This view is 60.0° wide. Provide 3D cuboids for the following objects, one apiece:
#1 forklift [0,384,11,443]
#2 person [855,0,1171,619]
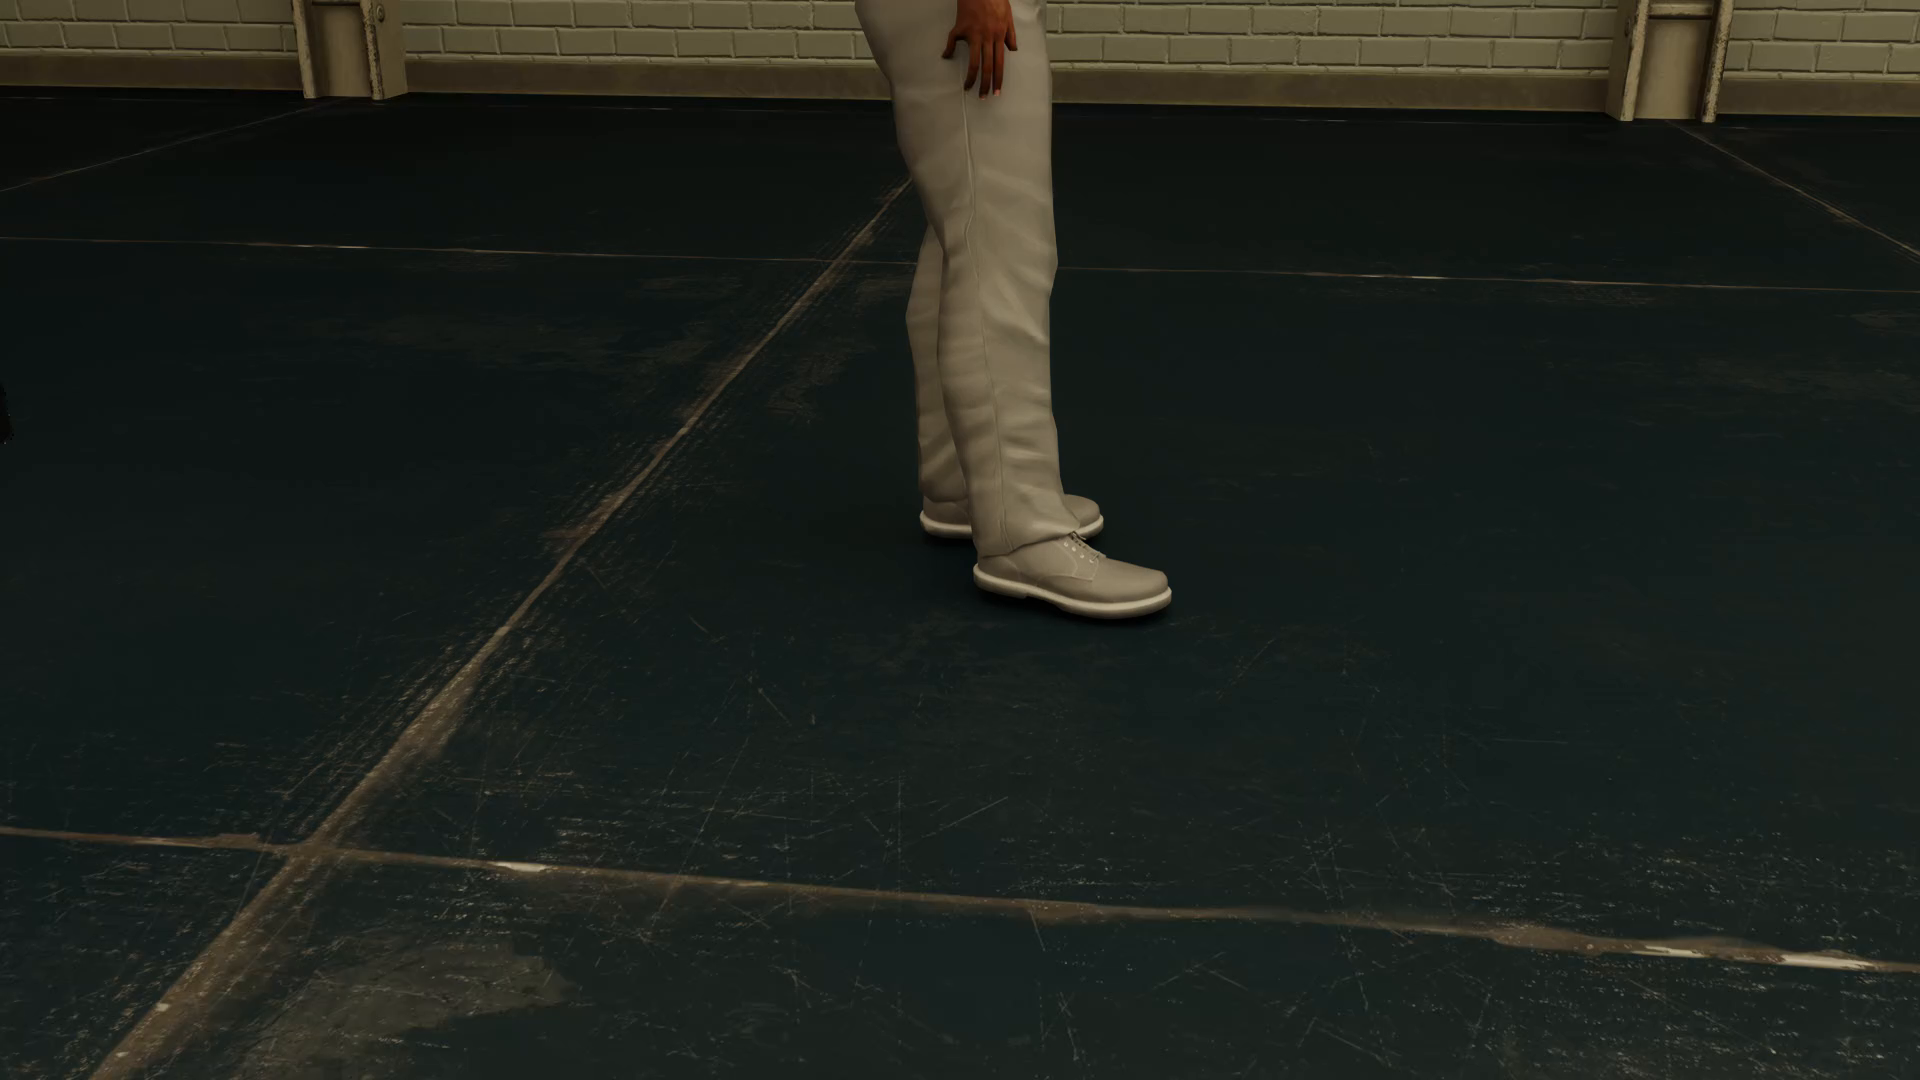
[{"bbox_3d":[-3.185,-1.302,1.988,3.031,2.935,1.130,0,22,-1],"label":"forklift"},{"bbox_3d":[0.072,-0.782,2.331,0.528,1.697,0.570,3,22,7],"label":"person"}]
